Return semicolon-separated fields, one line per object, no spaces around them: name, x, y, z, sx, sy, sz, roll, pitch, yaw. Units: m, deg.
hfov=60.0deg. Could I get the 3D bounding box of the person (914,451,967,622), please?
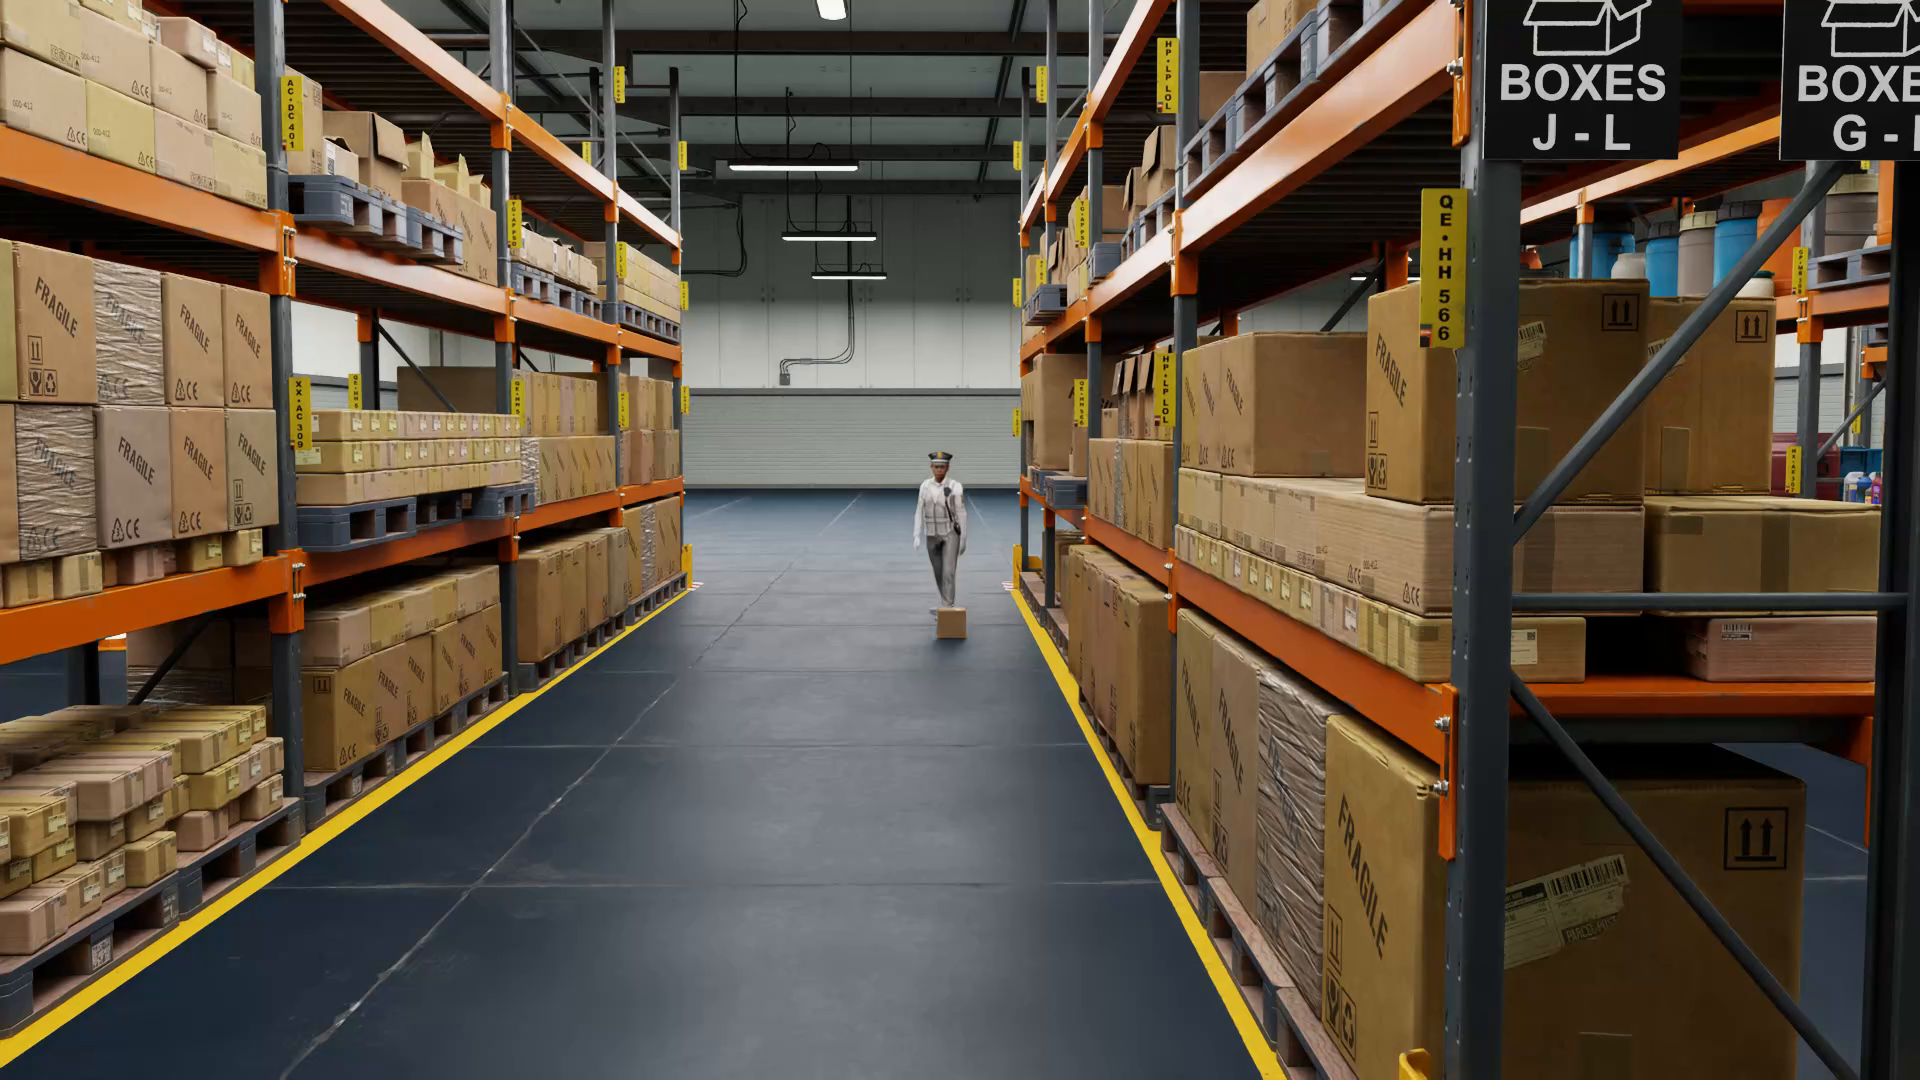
person;-0.187;-0.041;15.997;0.525;1.627;0.919;2;4;26
